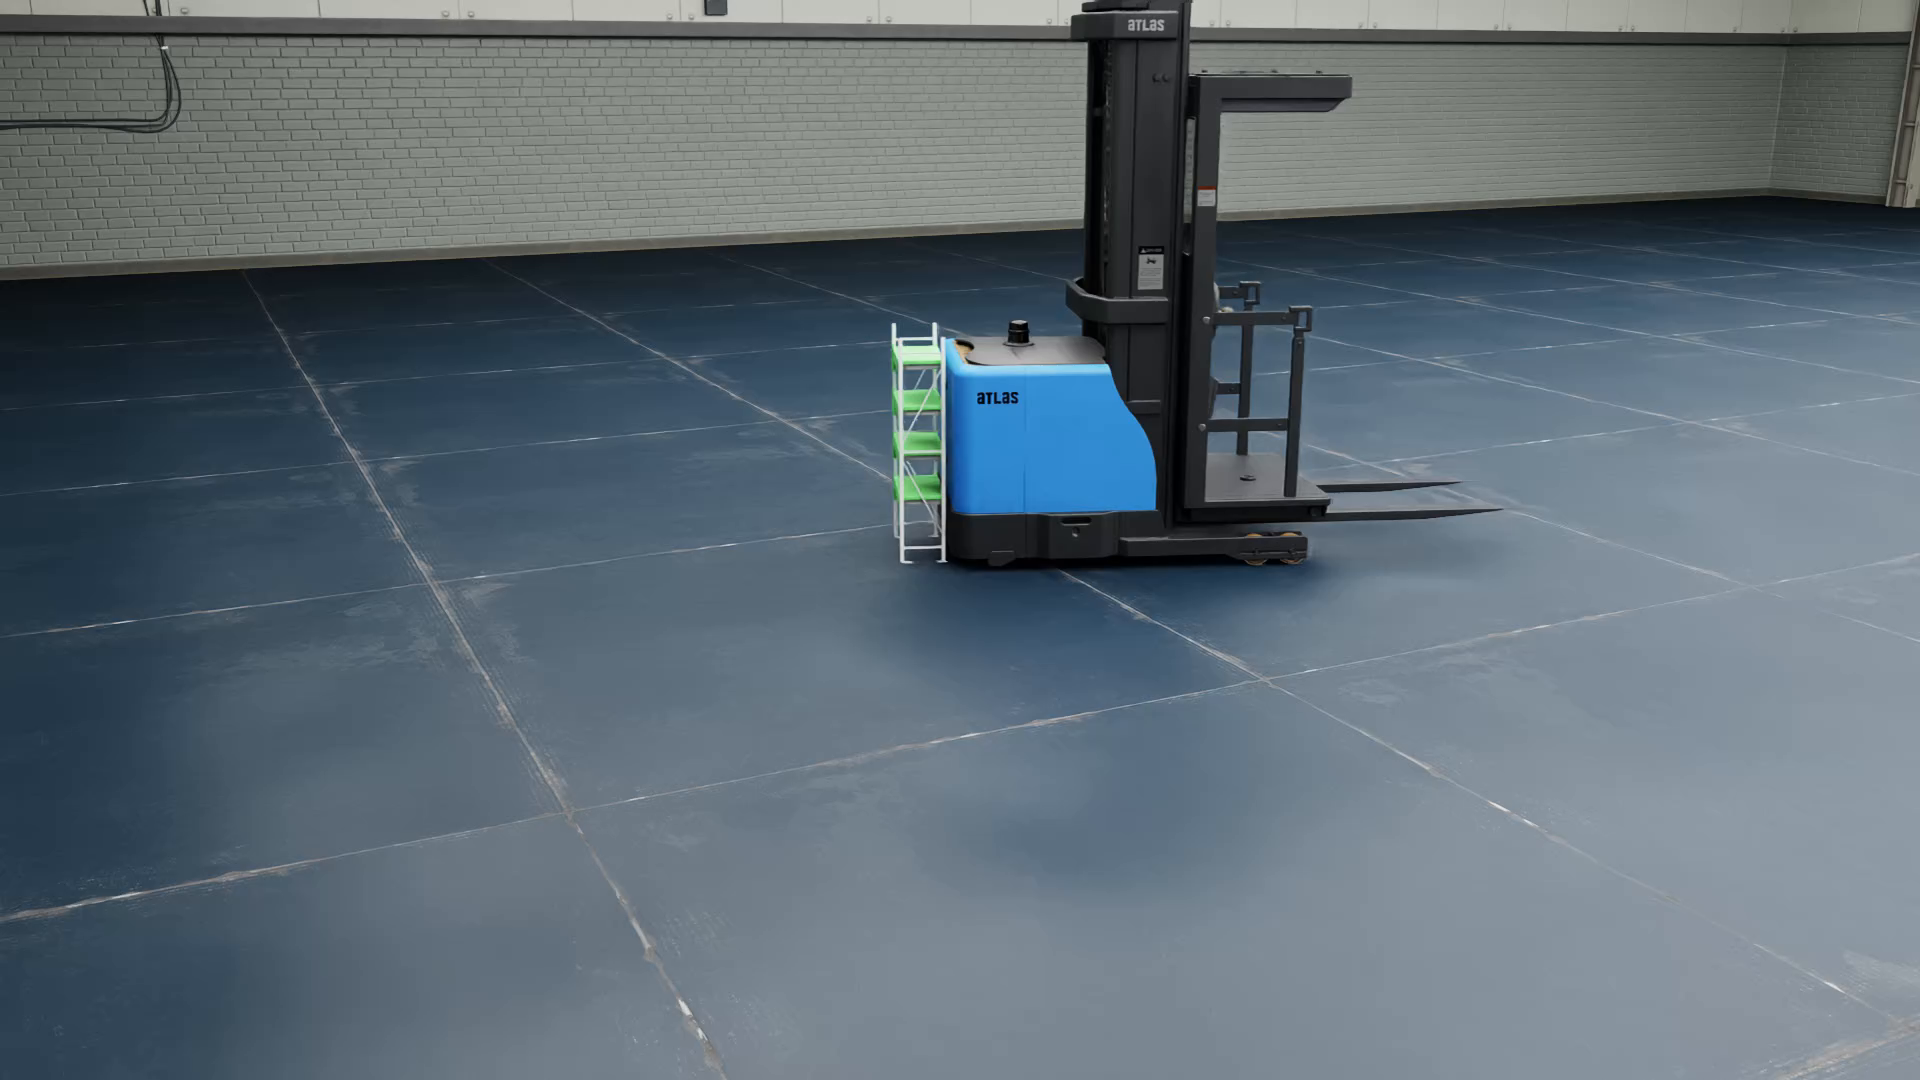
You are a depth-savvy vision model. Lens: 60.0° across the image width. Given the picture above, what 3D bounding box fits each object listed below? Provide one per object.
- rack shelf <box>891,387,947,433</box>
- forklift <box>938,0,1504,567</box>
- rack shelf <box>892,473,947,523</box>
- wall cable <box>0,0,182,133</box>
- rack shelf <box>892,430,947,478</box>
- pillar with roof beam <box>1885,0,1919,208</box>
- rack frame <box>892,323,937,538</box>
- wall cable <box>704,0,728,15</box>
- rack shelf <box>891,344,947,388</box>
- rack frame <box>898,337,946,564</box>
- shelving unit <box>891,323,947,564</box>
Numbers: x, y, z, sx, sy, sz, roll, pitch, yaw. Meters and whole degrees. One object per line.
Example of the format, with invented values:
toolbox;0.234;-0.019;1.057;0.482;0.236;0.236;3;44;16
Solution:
rack shelf;-0.221;-0.693;8.854;0.258;0.148;0.480;-2;16;-6
forklift;1.424;-1.419;8.880;3.031;2.935;1.130;-1;16;-5
rack shelf;-0.221;-0.232;8.986;0.258;0.148;0.480;-2;16;-6
wall cable;-11.043;-6.078;19.745;3.097;2.526;0.112;-8;18;-25
rack shelf;-0.221;-0.463;8.920;0.258;0.148;0.480;-2;16;-6
pillar with roof beam;13.506;-9.966;27.666;9.100;9.000;0.400;-8;18;-25
rack frame;-0.246;-0.591;9.135;0.240;1.200;0.015;-2;16;-6
wall cable;-2.502;-10.348;22.832;2.305;6.003;0.169;-8;18;-25
rack shelf;-0.221;-0.924;8.787;0.258;0.148;0.480;-2;16;-6
rack frame;-0.196;-0.457;8.669;0.240;1.200;0.015;-2;16;-6
shelving unit;-0.221;-0.524;8.902;0.258;1.200;0.503;-2;16;-6
